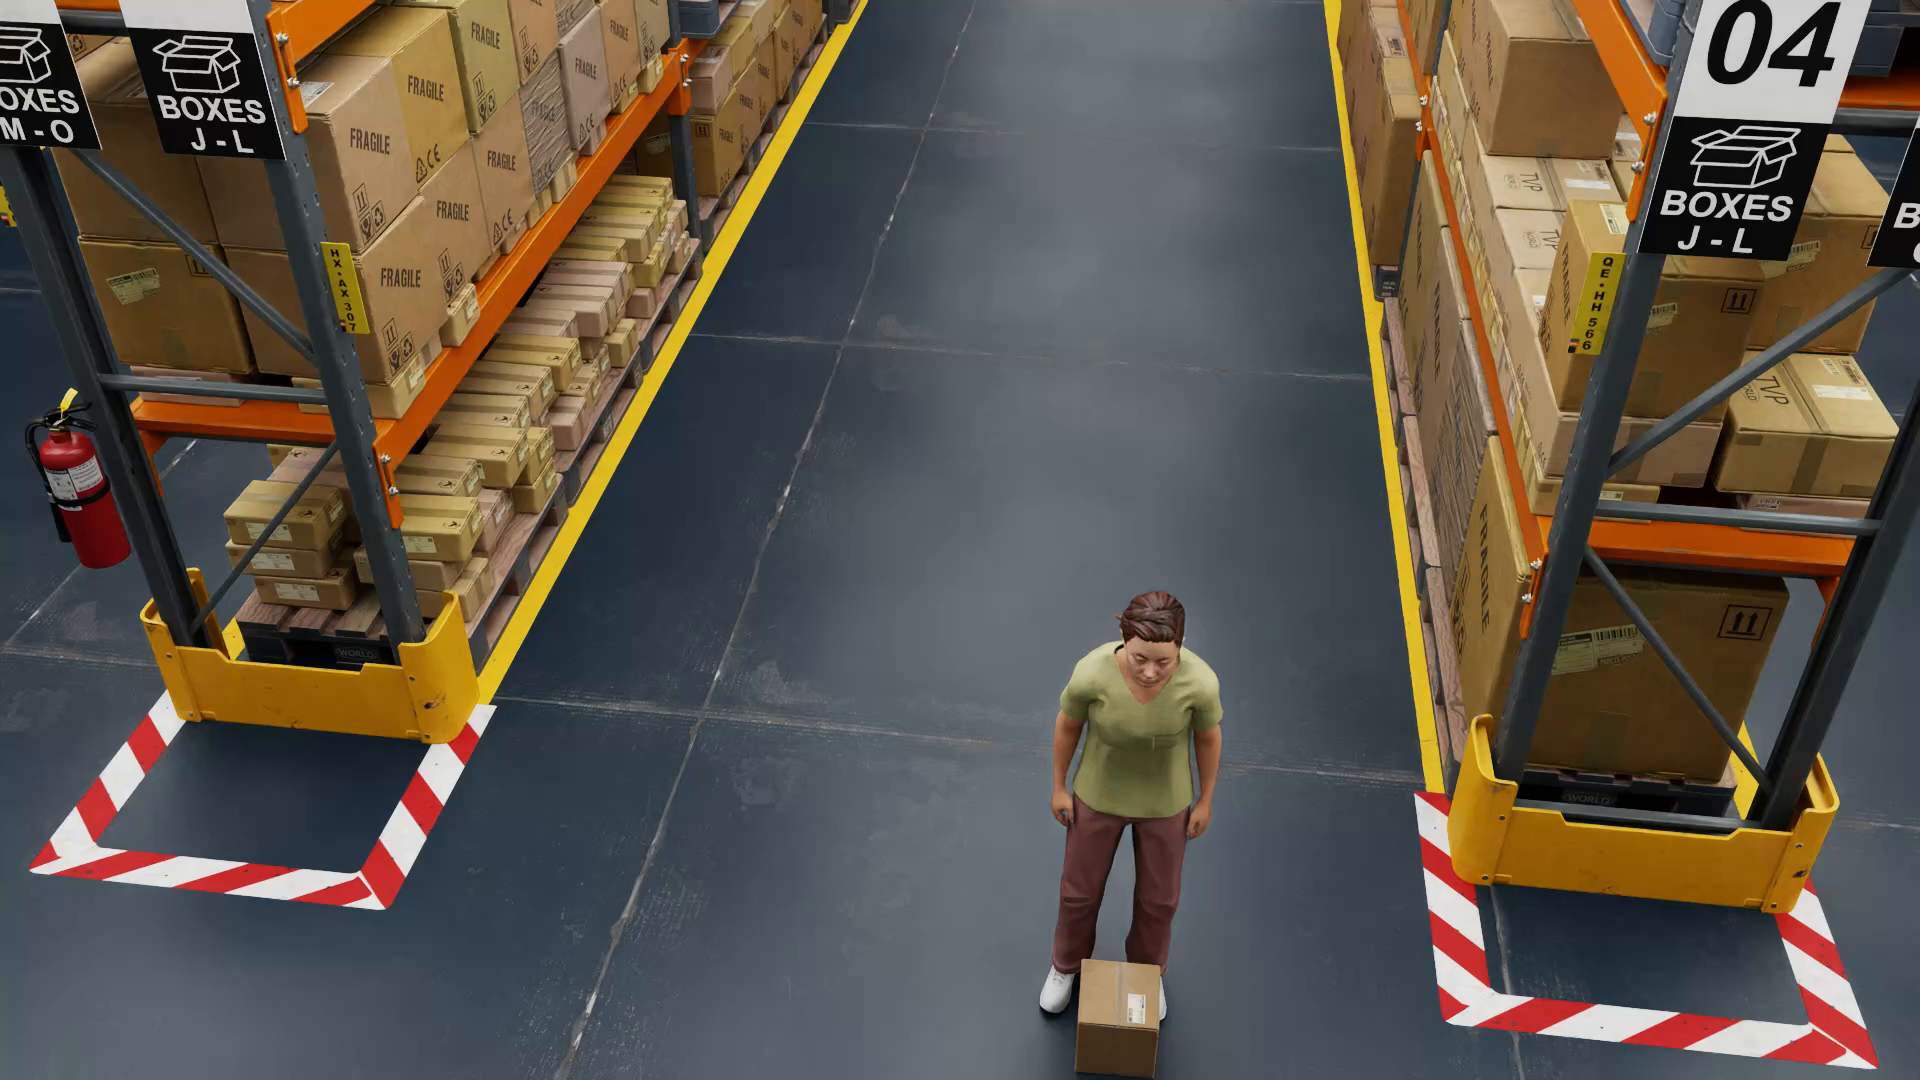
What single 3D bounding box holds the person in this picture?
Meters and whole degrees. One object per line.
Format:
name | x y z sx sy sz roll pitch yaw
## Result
person | 0.524 0.800 5.058 0.501 1.673 0.353 4 36 6
